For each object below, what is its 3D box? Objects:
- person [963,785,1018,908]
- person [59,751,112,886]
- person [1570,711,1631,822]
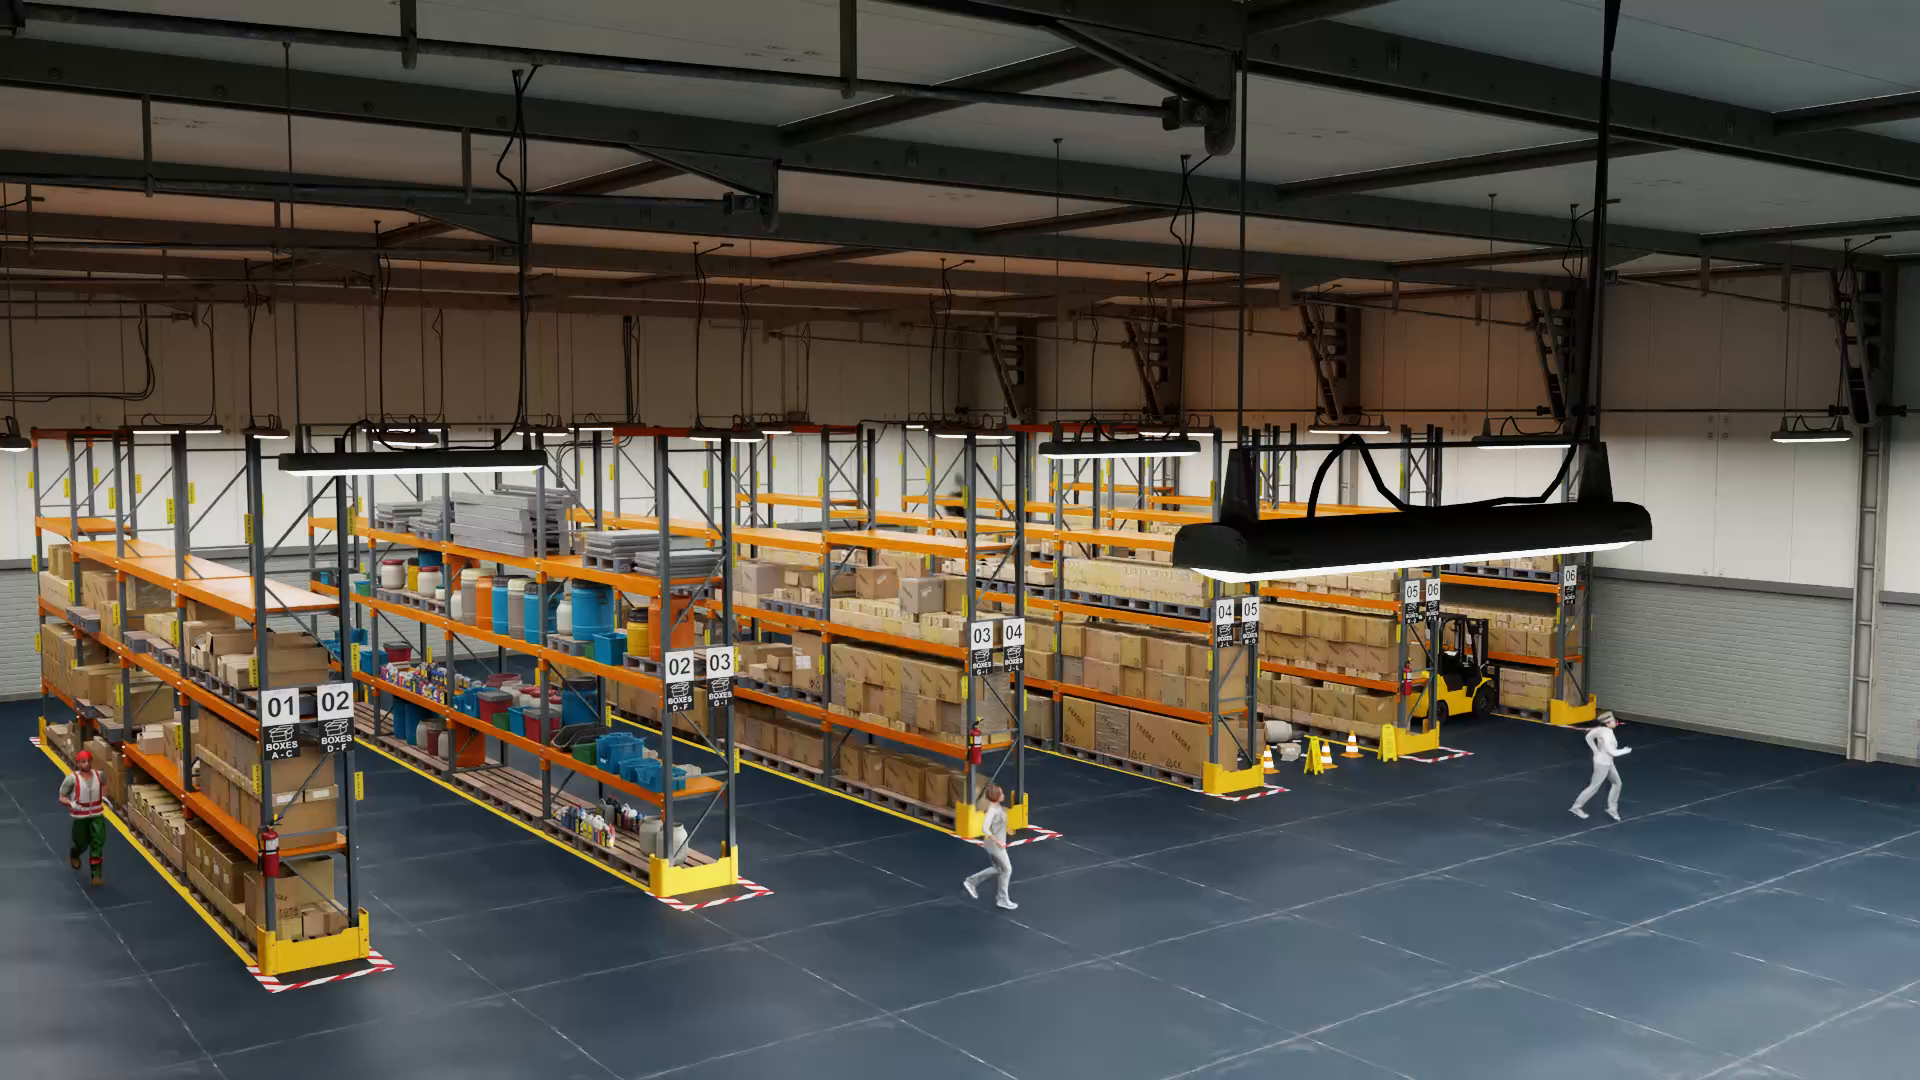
[{"bbox_3d":[0.387,3.896,21.113,0.697,1.590,0.533,0,4,-1],"label":"person"},{"bbox_3d":[-11.645,3.687,22.196,0.658,1.768,0.971,-4,6,-45],"label":"person"},{"bbox_3d":[9.846,3.483,25.569,0.872,1.739,0.621,1,5,14],"label":"person"}]
